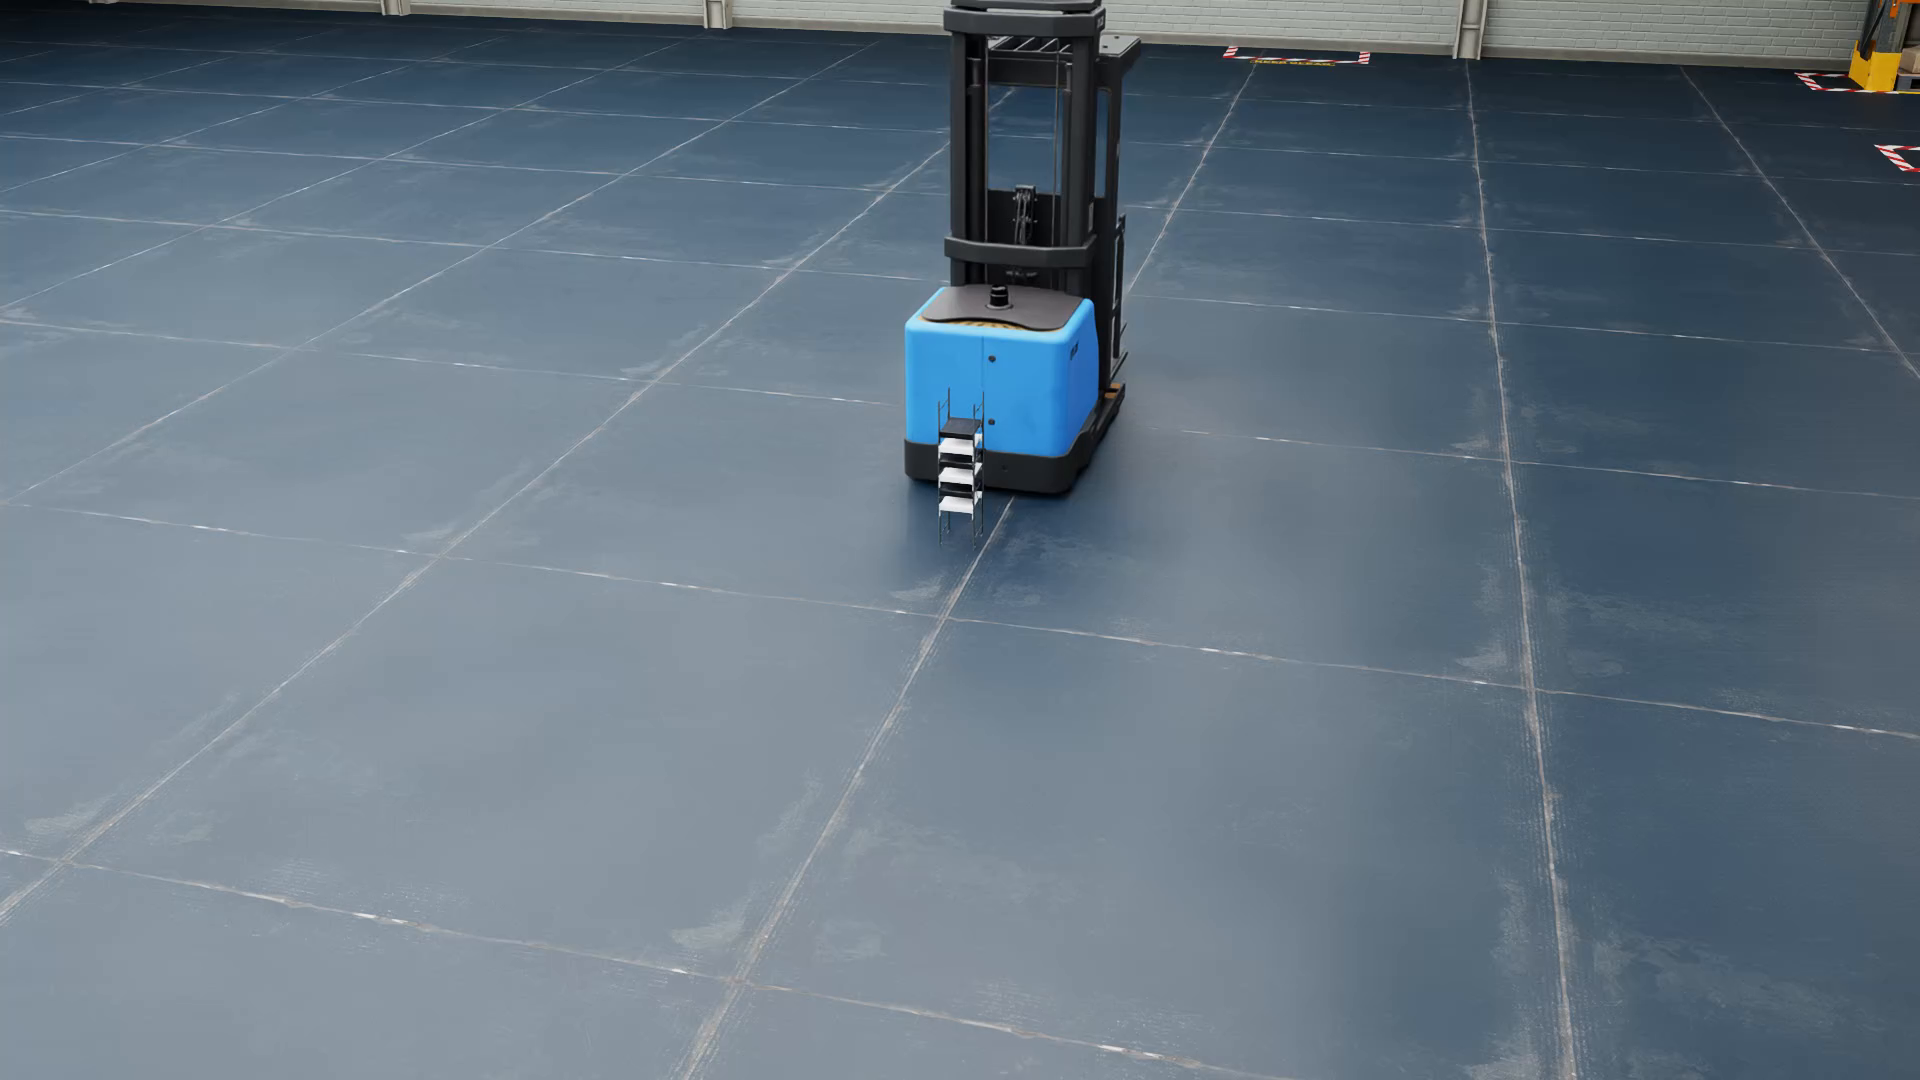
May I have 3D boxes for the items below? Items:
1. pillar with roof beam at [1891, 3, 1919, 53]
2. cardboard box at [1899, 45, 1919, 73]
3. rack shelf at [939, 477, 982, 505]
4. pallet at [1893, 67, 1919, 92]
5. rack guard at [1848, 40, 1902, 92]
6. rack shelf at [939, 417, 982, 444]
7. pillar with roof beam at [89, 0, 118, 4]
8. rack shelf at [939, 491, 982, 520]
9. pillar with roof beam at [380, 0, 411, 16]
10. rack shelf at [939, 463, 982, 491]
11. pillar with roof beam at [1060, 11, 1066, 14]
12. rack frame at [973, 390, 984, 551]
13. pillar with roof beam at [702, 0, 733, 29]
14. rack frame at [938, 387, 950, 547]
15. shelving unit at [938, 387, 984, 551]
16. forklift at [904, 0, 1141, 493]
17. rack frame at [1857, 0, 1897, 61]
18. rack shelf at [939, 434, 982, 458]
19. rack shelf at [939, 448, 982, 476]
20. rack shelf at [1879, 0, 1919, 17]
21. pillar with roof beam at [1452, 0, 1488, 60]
[{"bbox_3d":[12.345,-8.880,17.934,0.400,9.000,9.100,6,26,13],"label":"pillar with roof beam"},{"bbox_3d":[13.172,-6.552,22.638,0.500,0.311,0.500,3,26,7],"label":"cardboard box"},{"bbox_3d":[0.008,-0.294,9.608,0.200,0.077,0.258,6,26,13],"label":"rack shelf"},{"bbox_3d":[13.375,-6.310,22.758,1.213,0.211,1.003,6,26,13],"label":"pallet"},{"bbox_3d":[12.597,-6.542,22.909,0.348,0.500,1.175,6,26,13],"label":"rack guard"},{"bbox_3d":[0.008,-0.619,9.453,0.200,0.077,0.258,6,26,13],"label":"rack shelf"},{"bbox_3d":[-16.710,-12.092,24.680,0.400,9.000,9.100,6,26,13],"label":"pillar with roof beam"},{"bbox_3d":[0.008,-0.213,9.646,0.200,0.077,0.258,6,26,13],"label":"rack shelf"},{"bbox_3d":[-10.899,-11.450,23.331,0.400,9.000,9.100,6,26,13],"label":"pillar with roof beam"},{"bbox_3d":[0.008,-0.375,9.569,0.200,0.077,0.258,6,26,13],"label":"rack shelf"},{"bbox_3d":[0.723,-10.165,20.633,0.400,9.000,9.100,6,26,13],"label":"pillar with roof beam"},{"bbox_3d":[0.106,-0.395,9.532,0.006,0.900,0.240,6,26,13],"label":"rack frame"},{"bbox_3d":[-5.088,-10.807,21.982,0.400,9.000,9.100,6,26,13],"label":"pillar with roof beam"},{"bbox_3d":[-0.091,-0.416,9.578,0.006,0.900,0.240,6,26,13],"label":"rack frame"},{"bbox_3d":[0.008,-0.405,9.555,0.210,0.900,0.258,6,26,13],"label":"shelving unit"},{"bbox_3d":[0.541,-2.220,11.004,1.130,2.935,3.031,7,26,14],"label":"forklift"},{"bbox_3d":[12.524,-7.679,22.389,0.127,3.000,1.000,6,26,13],"label":"rack frame"},{"bbox_3d":[0.008,-0.538,9.492,0.200,0.077,0.258,6,26,13],"label":"rack shelf"},{"bbox_3d":[0.008,-0.457,9.530,0.200,0.077,0.258,6,26,13],"label":"rack shelf"},{"bbox_3d":[14.461,-7.140,22.094,4.000,0.370,1.077,6,26,13],"label":"rack shelf"},{"bbox_3d":[6.534,-9.523,19.283,0.400,9.000,9.100,6,26,13],"label":"pillar with roof beam"}]
